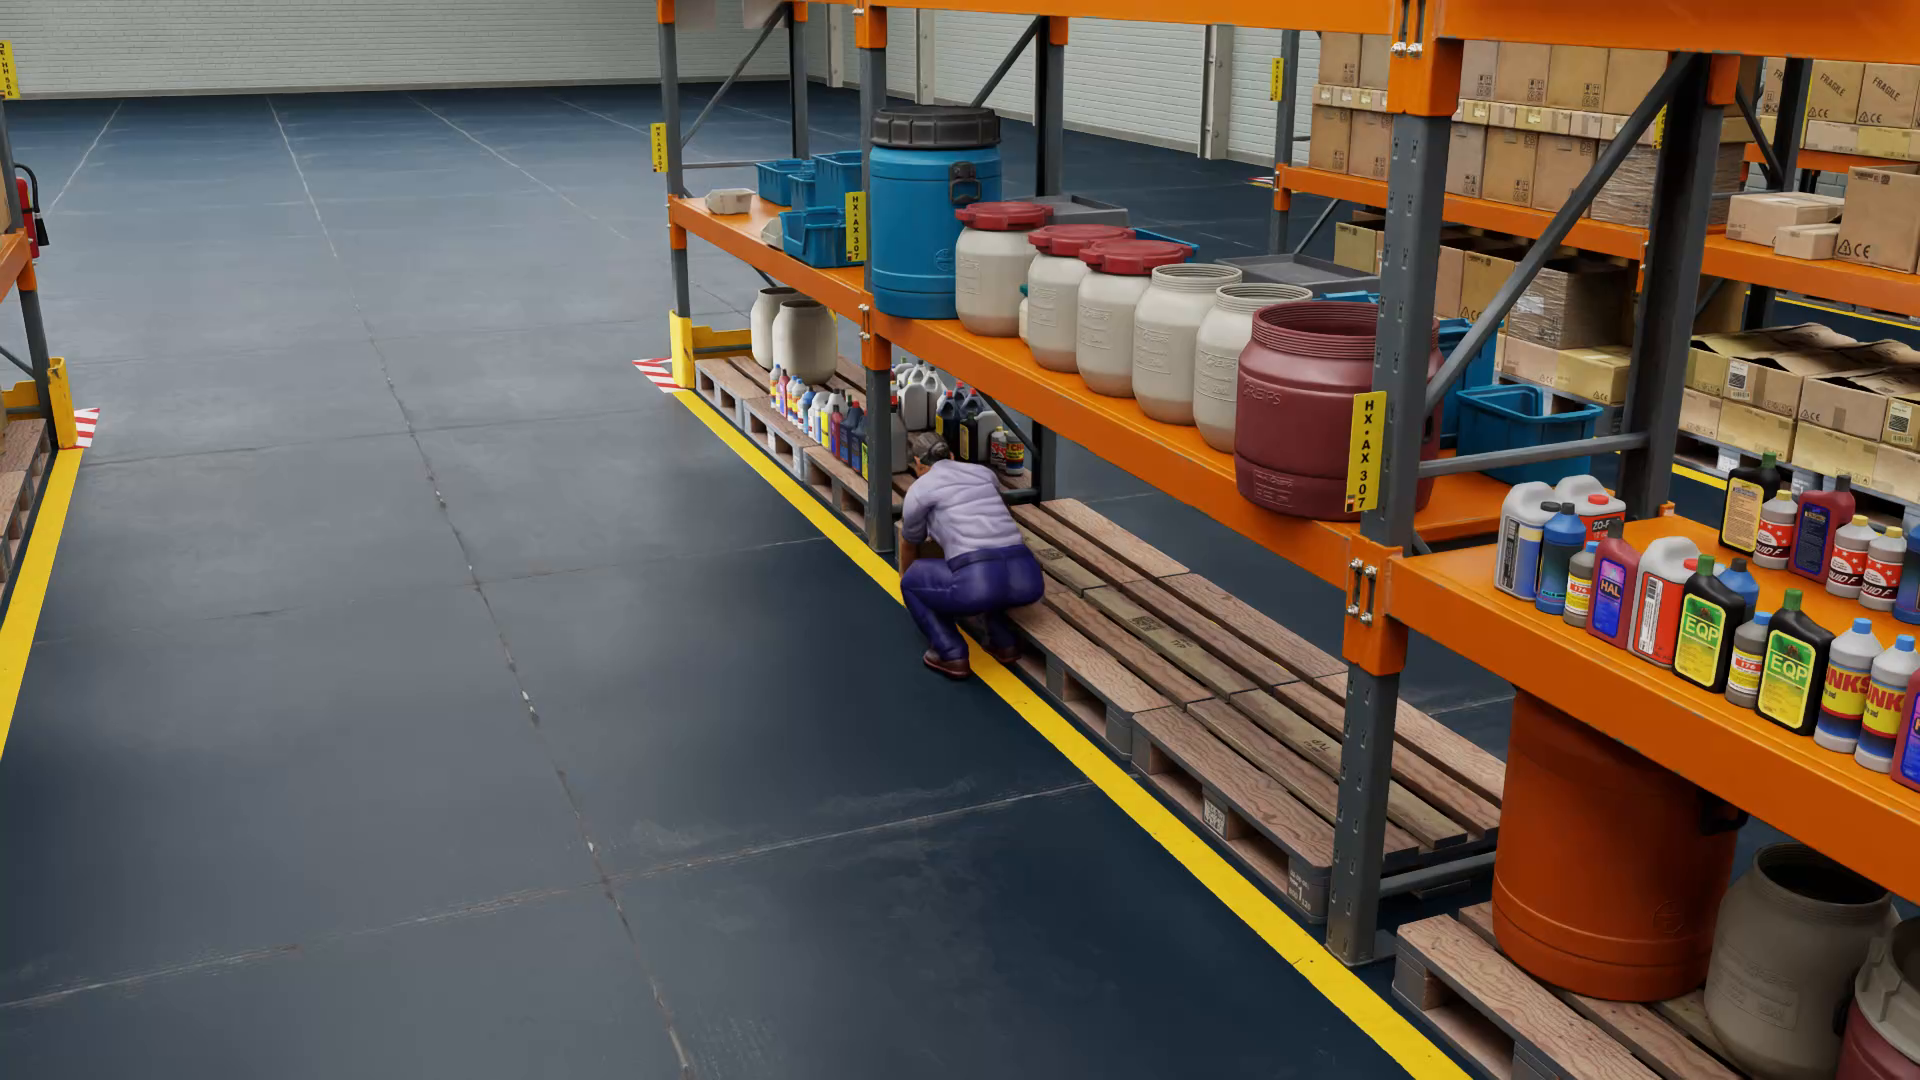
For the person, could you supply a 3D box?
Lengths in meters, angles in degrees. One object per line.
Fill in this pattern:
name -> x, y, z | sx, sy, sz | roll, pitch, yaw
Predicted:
person -> 0.013, 0.051, 7.051 | 0.508, 0.942, 0.843 | -8, 21, -23
